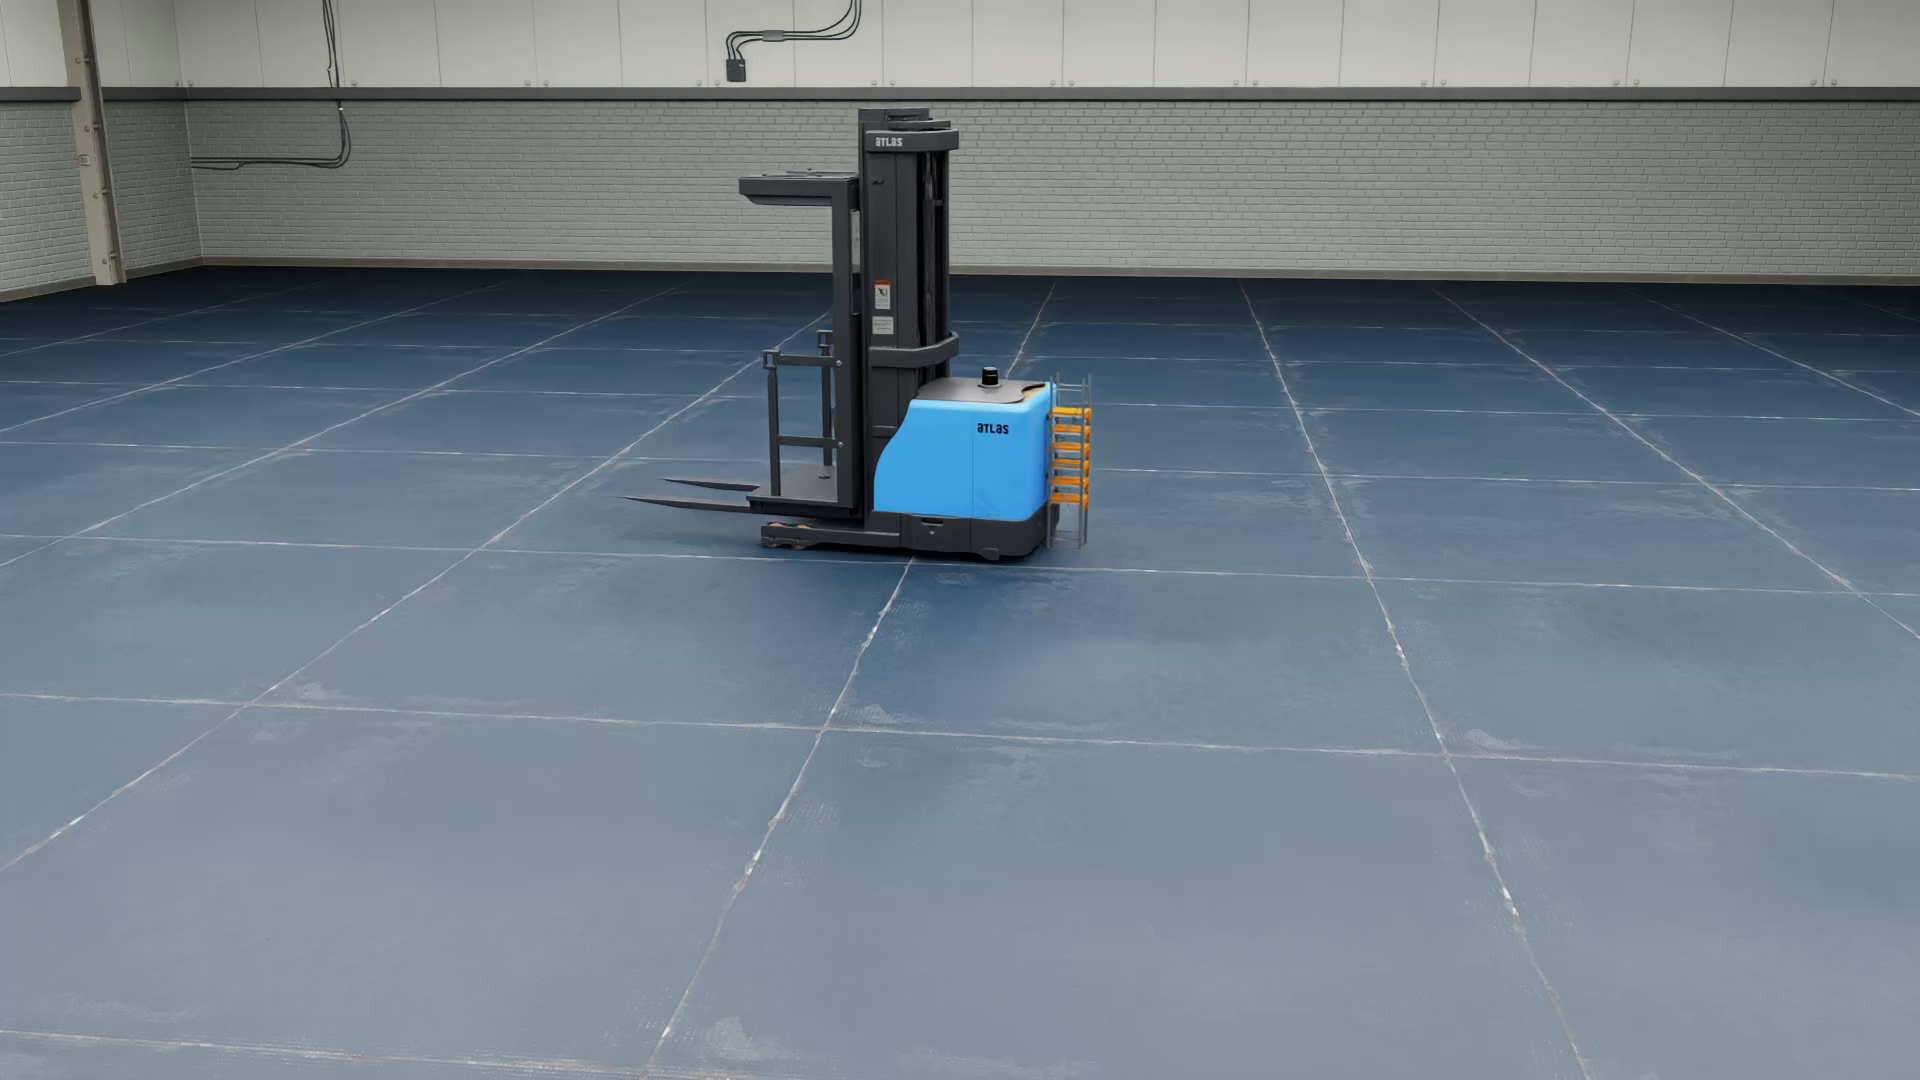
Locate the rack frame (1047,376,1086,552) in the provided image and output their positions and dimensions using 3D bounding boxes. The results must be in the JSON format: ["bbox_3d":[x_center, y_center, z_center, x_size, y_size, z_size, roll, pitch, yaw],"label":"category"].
[{"bbox_3d":[0.716,-0.506,11.231,0.240,1.200,0.006,5,16,16],"label":"rack frame"}]

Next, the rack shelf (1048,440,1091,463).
[{"bbox_3d":[0.742,-0.601,11.296,0.258,0.103,0.180,5,16,16],"label":"rack shelf"}]

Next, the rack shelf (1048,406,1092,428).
[{"bbox_3d":[0.743,-0.833,11.233,0.258,0.103,0.180,5,16,16],"label":"rack shelf"}]

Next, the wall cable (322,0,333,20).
[{"bbox_3d":[-9.525,-10.114,28.099,3.097,2.526,0.112,2,15,6],"label":"wall cable"}]

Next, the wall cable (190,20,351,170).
[{"bbox_3d":[-12.214,-7.756,29.053,3.097,2.526,0.112,2,15,6],"label":"wall cable"}]

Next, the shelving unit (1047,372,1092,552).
[{"bbox_3d":[0.742,-0.529,11.316,0.258,1.200,0.189,5,16,16],"label":"shelving unit"}]

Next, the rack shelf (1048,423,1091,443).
[{"bbox_3d":[0.743,-0.717,11.265,0.258,0.103,0.180,5,16,16],"label":"rack shelf"}]

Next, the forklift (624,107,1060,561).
[{"bbox_3d":[-0.866,-1.476,11.505,3.031,2.935,1.130,4,16,16],"label":"forklift"}]

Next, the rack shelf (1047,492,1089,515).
[{"bbox_3d":[0.741,-0.254,11.390,0.258,0.103,0.180,5,16,16],"label":"rack shelf"}]

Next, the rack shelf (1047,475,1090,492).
[{"bbox_3d":[0.741,-0.370,11.359,0.258,0.103,0.180,5,16,16],"label":"rack shelf"}]

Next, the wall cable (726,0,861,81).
[{"bbox_3d":[-2.783,-10.613,27.155,2.305,6.003,0.169,2,15,6],"label":"wall cable"}]

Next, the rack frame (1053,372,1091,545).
[{"bbox_3d":[0.768,-0.551,11.401,0.240,1.200,0.006,5,16,16],"label":"rack frame"}]

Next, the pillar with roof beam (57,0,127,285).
[{"bbox_3d":[-9.582,-8.403,25.497,9.100,9.000,0.400,2,15,6],"label":"pillar with roof beam"}]

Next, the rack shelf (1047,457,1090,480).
[{"bbox_3d":[0.742,-0.486,11.328,0.258,0.103,0.180,5,16,16],"label":"rack shelf"}]
